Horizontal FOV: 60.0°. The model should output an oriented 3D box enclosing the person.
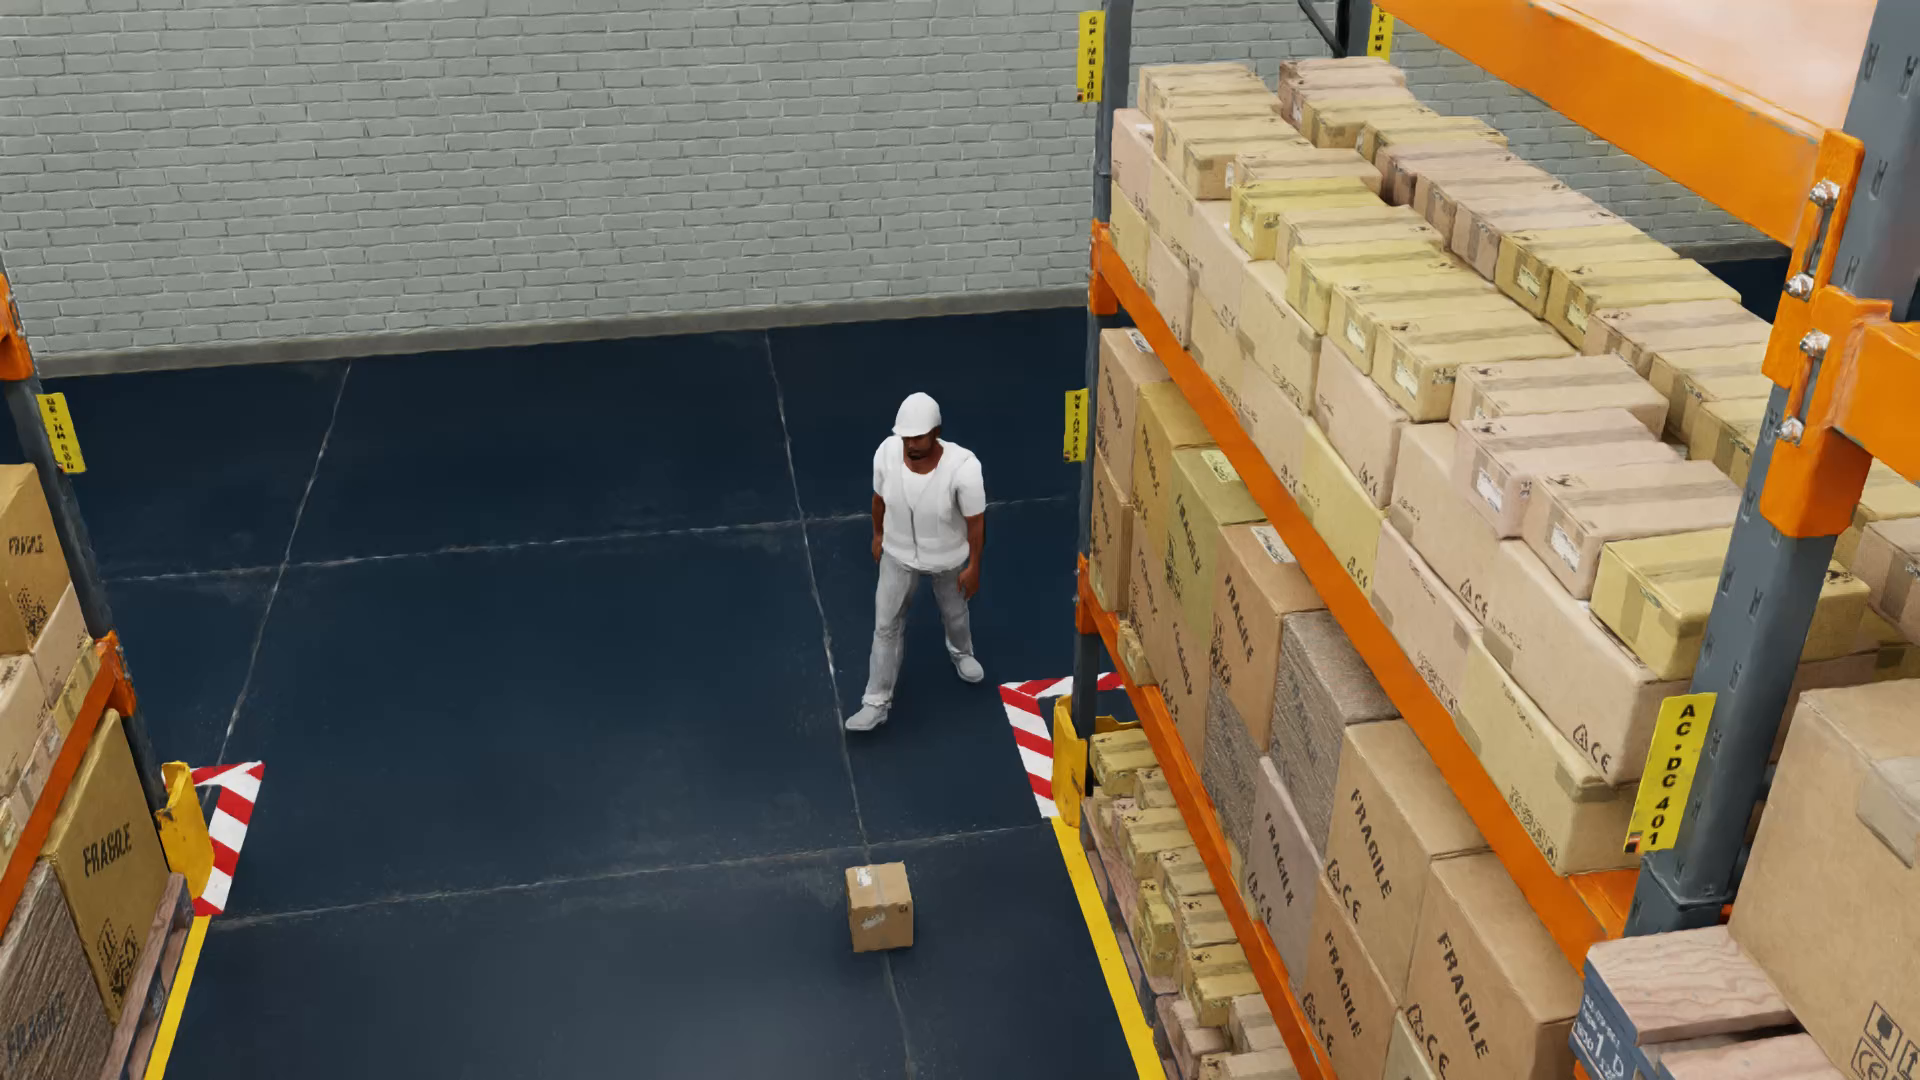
[{"bbox_3d":[-0.188,0.080,7.988,0.619,1.725,0.910,8,32,14],"label":"person"}]
